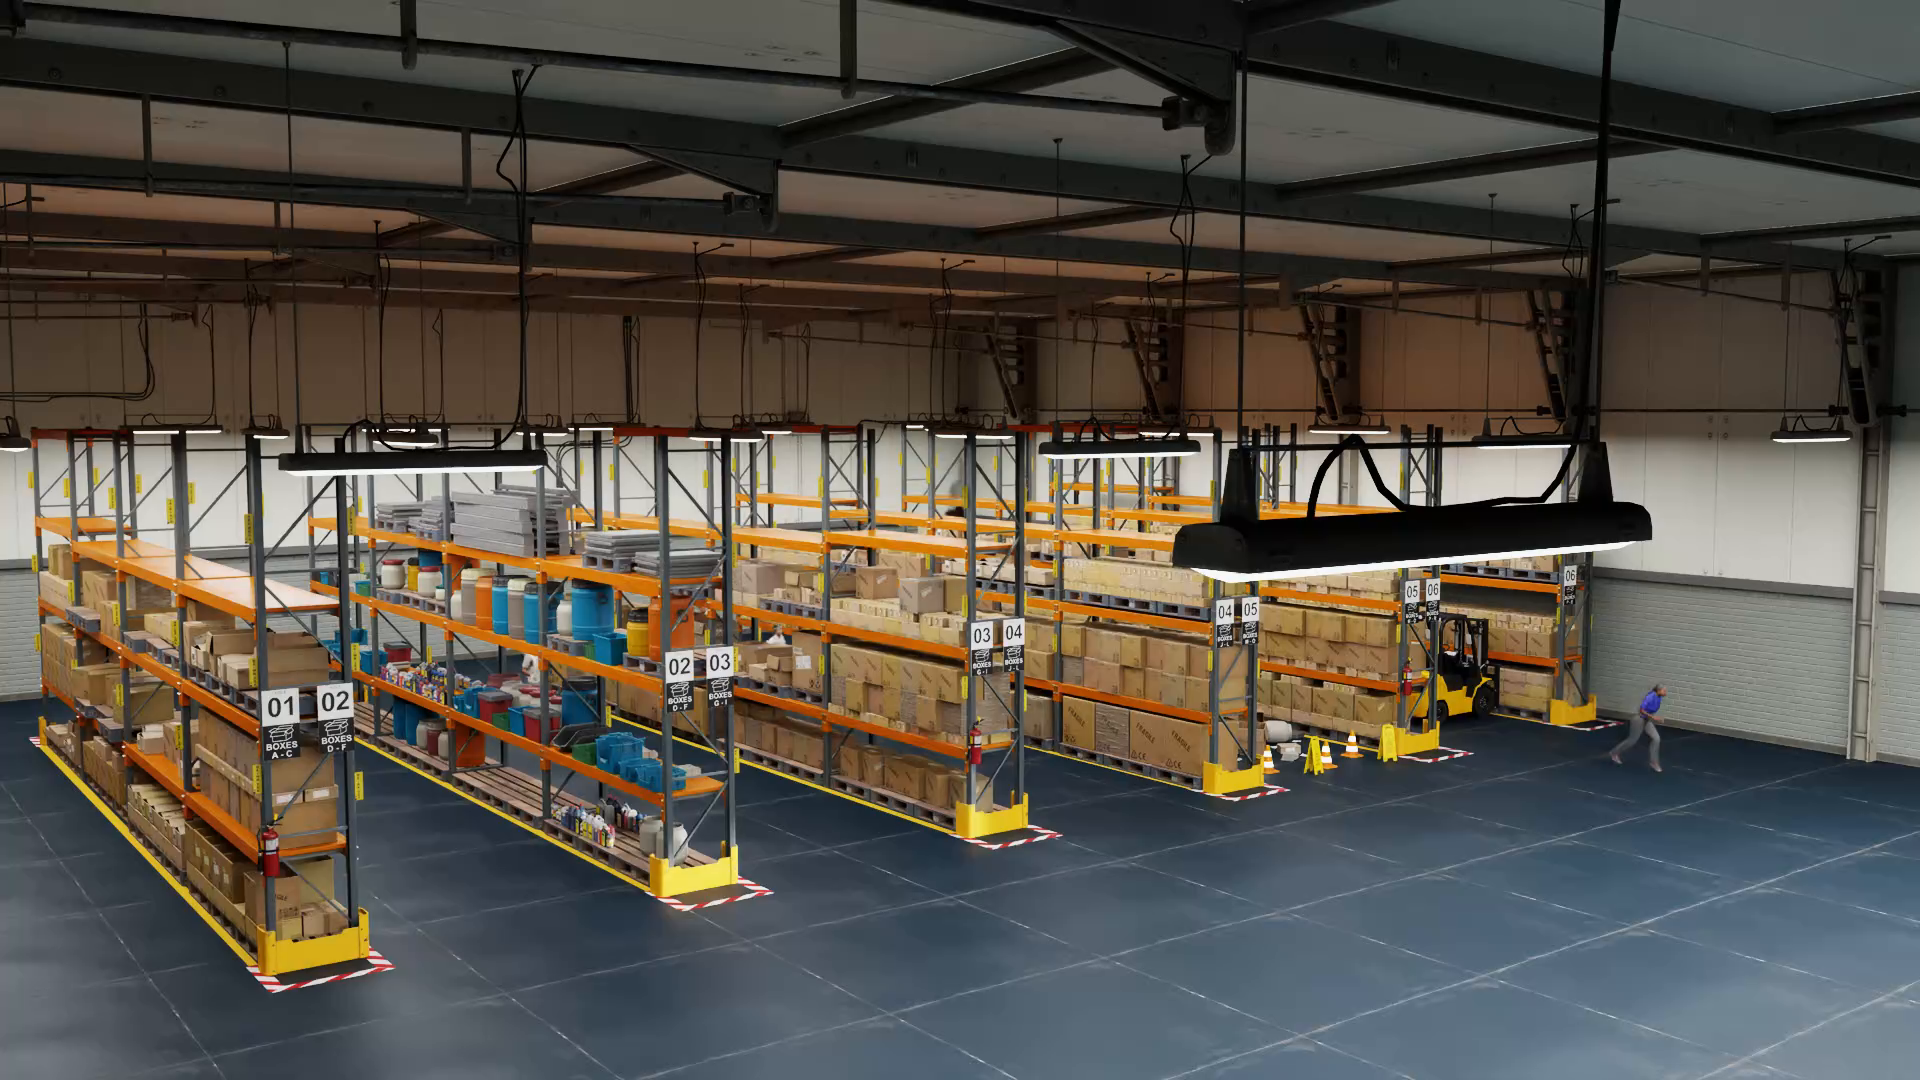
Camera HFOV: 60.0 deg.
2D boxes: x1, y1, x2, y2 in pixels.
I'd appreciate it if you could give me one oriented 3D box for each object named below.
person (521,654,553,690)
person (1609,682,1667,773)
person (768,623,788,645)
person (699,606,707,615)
[{"bbox_3d":[-8.458,2.846,33.296,0.849,1.765,0.682,4,6,41],"label":"person"},{"bbox_3d":[11.959,3.279,29.332,0.967,1.601,0.617,4,6,40],"label":"person"},{"bbox_3d":[-3.974,2.654,36.039,0.598,1.743,0.779,-4,6,-44],"label":"person"},{"bbox_3d":[-6.129,2.346,39.673,0.653,1.749,0.713,-3,5,-30],"label":"person"}]
